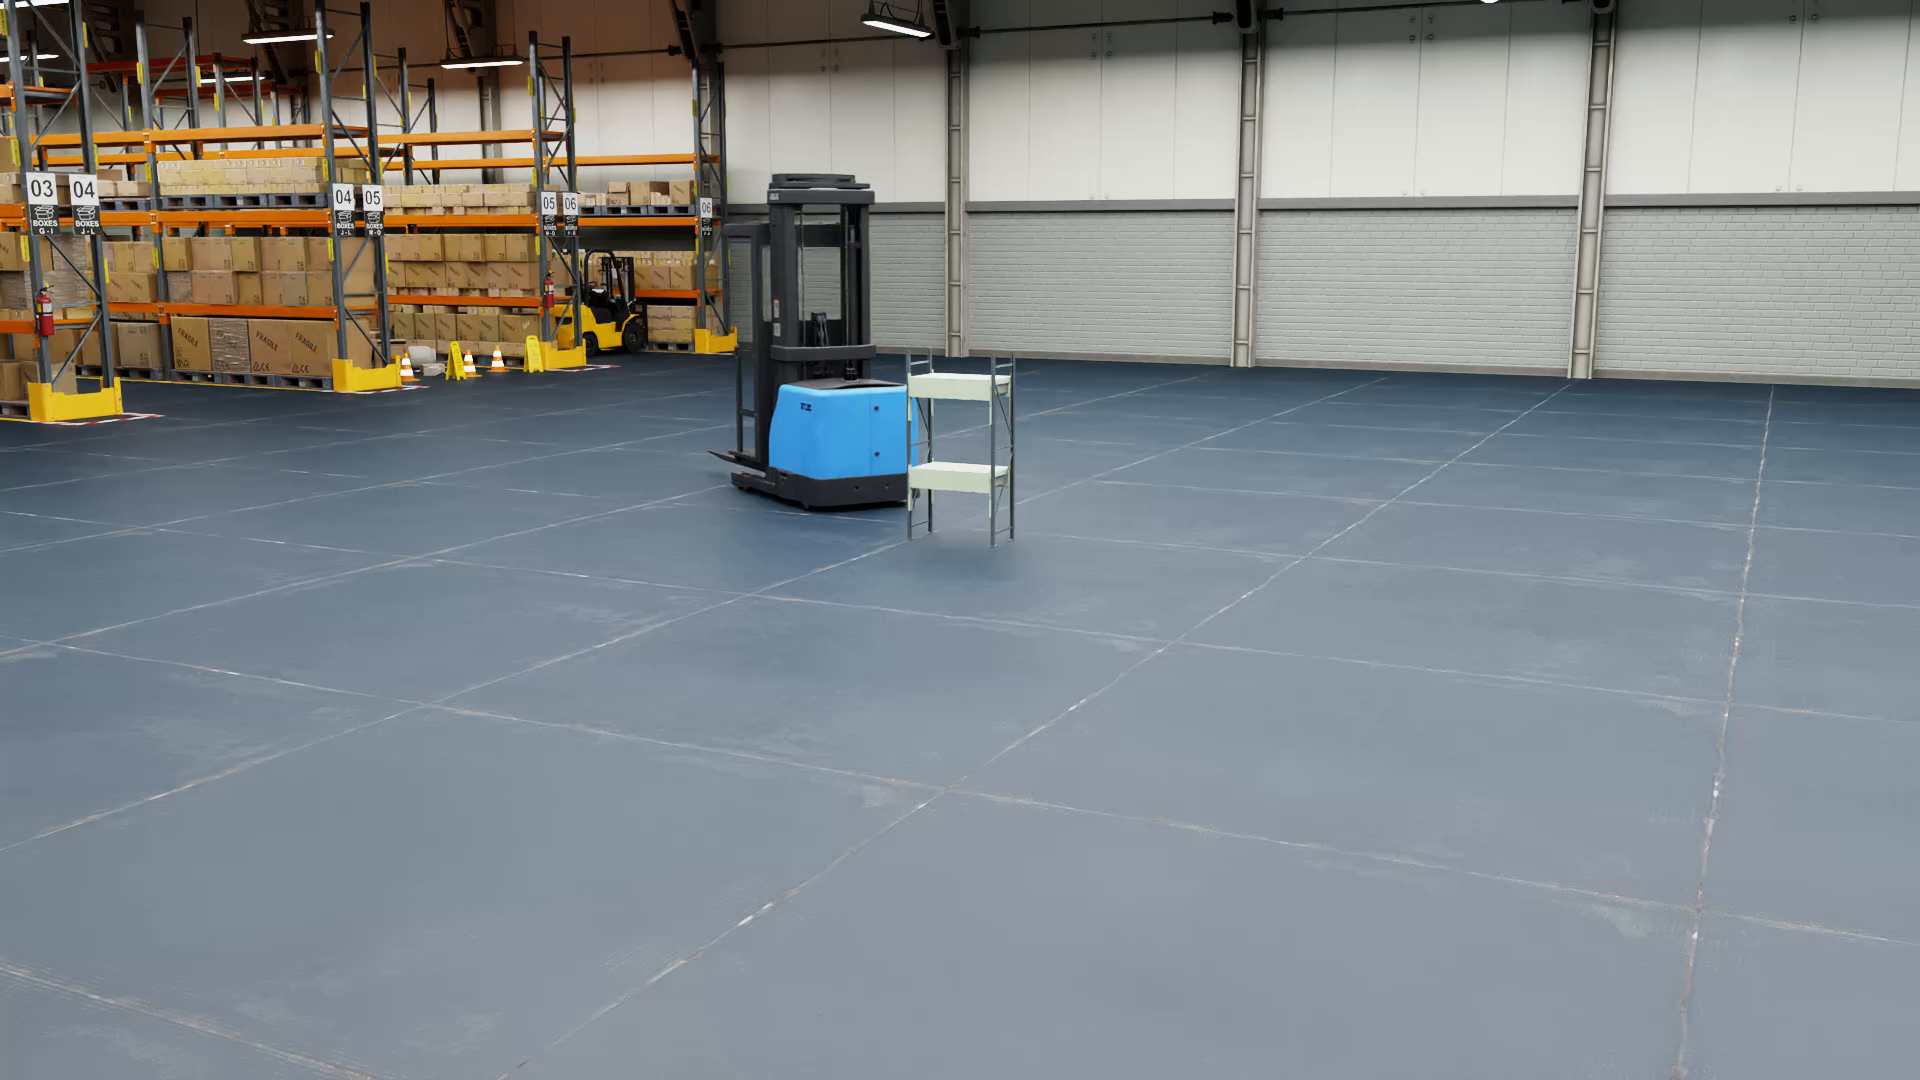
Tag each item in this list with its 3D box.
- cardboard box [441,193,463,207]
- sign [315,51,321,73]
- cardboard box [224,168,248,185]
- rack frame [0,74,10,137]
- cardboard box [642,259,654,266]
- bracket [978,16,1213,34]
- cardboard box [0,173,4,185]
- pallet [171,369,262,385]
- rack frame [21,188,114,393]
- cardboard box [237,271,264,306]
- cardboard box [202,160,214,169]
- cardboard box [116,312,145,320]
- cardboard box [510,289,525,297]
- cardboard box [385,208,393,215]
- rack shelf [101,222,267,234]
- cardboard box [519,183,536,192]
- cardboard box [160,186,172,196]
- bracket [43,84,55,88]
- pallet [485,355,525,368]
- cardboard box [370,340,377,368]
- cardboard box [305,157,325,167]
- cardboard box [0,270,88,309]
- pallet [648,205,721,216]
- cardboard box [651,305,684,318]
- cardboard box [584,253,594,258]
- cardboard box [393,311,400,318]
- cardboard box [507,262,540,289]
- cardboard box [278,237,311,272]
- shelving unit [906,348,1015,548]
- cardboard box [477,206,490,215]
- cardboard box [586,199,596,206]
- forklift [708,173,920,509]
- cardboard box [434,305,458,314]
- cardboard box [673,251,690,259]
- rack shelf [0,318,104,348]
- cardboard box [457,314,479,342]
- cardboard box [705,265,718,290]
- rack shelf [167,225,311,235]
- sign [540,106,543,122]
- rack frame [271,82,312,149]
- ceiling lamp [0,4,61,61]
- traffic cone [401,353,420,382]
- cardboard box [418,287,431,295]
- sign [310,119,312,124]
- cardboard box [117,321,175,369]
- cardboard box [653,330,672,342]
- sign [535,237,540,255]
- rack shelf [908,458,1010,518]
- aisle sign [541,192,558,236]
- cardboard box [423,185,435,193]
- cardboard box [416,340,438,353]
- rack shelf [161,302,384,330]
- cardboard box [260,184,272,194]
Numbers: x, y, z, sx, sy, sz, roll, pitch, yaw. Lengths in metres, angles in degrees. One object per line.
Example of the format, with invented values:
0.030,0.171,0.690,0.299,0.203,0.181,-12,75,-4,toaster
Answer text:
-9.352,-6.368,31.156,0.500,0.250,0.500,5,11,26,cardboard box
-9.755,-7.269,25.283,0.005,0.325,0.100,5,11,26,sign
-11.414,-5.822,26.677,0.500,0.250,0.500,5,11,26,cardboard box
-21.751,-8.916,37.224,0.127,3.000,1.000,5,11,26,rack frame
-6.570,-5.927,35.455,0.250,0.149,0.380,5,11,24,cardboard box
2.487,-9.651,31.182,4.783,0.066,0.076,5,11,26,bracket
-12.356,-4.730,21.820,0.250,0.149,0.380,5,11,24,cardboard box
-12.442,-2.775,27.970,1.213,0.211,1.003,5,11,26,pallet
-11.787,-3.120,22.047,0.127,3.000,1.000,5,11,26,rack frame
-11.298,-4.139,27.257,0.500,0.550,0.875,5,11,26,cardboard box
-11.998,-6.057,26.859,0.250,0.149,0.380,5,11,26,cardboard box
-17.572,-4.773,35.969,0.875,0.875,0.875,5,12,28,cardboard box
-8.109,-4.577,30.801,0.250,0.149,0.380,5,11,25,cardboard box
-10.817,-6.306,31.933,0.250,0.149,0.380,5,11,25,cardboard box
-16.370,-6.613,34.943,4.000,0.370,1.077,5,11,26,rack shelf
-7.836,-6.427,30.363,0.250,0.149,0.380,5,11,26,cardboard box
-12.913,-5.745,27.372,0.250,0.149,0.380,5,11,25,cardboard box
-24.232,-11.999,44.154,0.430,0.232,0.235,5,11,26,bracket
-8.183,-3.406,31.458,1.213,0.211,1.003,5,11,26,pallet
-10.940,-3.348,29.933,0.503,0.637,0.797,5,11,26,cardboard box
-9.954,-5.877,25.865,0.250,0.149,0.380,5,11,26,cardboard box
-12.268,-3.363,22.275,0.500,0.500,0.875,5,11,26,cardboard box
-5.832,-6.988,35.245,1.213,0.211,1.003,5,11,26,pallet
-6.221,-4.867,35.435,0.500,0.250,0.500,5,12,27,cardboard box
-7.949,-6.192,36.082,0.250,0.149,0.380,5,12,27,cardboard box
-12.858,-5.102,38.837,0.500,0.500,0.500,5,12,27,cardboard box
-8.011,-4.897,30.750,0.500,0.500,0.500,5,11,25,cardboard box
-10.352,-4.573,26.624,0.550,0.550,0.875,5,11,26,cardboard box
0.006,-0.737,13.094,0.755,1.500,0.431,5,11,26,shelving unit
-8.749,-6.122,30.917,0.250,0.149,0.380,5,11,25,cardboard box
-7.839,-7.275,35.826,0.250,0.149,0.380,5,12,28,cardboard box
-1.532,-1.934,15.683,1.130,2.935,3.031,-6,12,-29,forklift
-9.790,-4.390,31.677,0.250,0.149,0.380,6,12,29,cardboard box
-5.859,-6.020,35.130,0.250,0.149,0.380,5,11,26,cardboard box
-13.581,-2.924,22.982,4.000,0.370,1.077,5,11,26,rack shelf
-9.155,-4.028,31.501,0.500,0.500,0.500,5,11,24,cardboard box
-5.531,-5.628,35.626,0.500,0.500,0.500,5,12,28,cardboard box
-17.764,-7.721,41.066,4.000,0.370,1.077,5,11,26,rack shelf
-9.026,-9.174,35.807,0.005,0.325,0.100,5,11,26,sign
-15.971,-9.393,39.864,0.127,3.000,1.000,5,11,26,rack frame
-18.382,-11.058,32.672,2.000,3.185,0.800,5,11,26,ceiling lamp
-9.350,-2.925,28.090,0.334,0.463,0.336,5,11,26,traffic cone
-10.141,-4.766,31.844,0.250,0.149,0.380,5,12,28,cardboard box
-15.730,-10.020,40.259,0.005,0.325,0.100,5,11,26,sign
-13.686,-3.354,28.475,0.750,0.750,1.050,5,11,26,cardboard box
-6.212,-4.377,35.532,0.500,0.250,0.500,5,11,26,cardboard box
-7.666,-5.341,30.180,0.005,0.325,0.100,5,11,26,sign
0.006,-0.417,13.152,0.720,0.370,0.431,5,11,26,rack shelf
-7.475,-5.931,30.277,0.004,0.787,0.394,5,11,26,aisle sign
-9.904,-6.611,31.381,0.250,0.149,0.380,5,11,24,cardboard box
-10.096,-3.742,32.023,0.500,0.250,0.500,6,12,29,cardboard box
-11.296,-3.708,27.315,4.000,0.370,1.077,5,11,26,rack shelf
-10.863,-5.565,26.378,0.250,0.149,0.380,5,11,25,cardboard box
